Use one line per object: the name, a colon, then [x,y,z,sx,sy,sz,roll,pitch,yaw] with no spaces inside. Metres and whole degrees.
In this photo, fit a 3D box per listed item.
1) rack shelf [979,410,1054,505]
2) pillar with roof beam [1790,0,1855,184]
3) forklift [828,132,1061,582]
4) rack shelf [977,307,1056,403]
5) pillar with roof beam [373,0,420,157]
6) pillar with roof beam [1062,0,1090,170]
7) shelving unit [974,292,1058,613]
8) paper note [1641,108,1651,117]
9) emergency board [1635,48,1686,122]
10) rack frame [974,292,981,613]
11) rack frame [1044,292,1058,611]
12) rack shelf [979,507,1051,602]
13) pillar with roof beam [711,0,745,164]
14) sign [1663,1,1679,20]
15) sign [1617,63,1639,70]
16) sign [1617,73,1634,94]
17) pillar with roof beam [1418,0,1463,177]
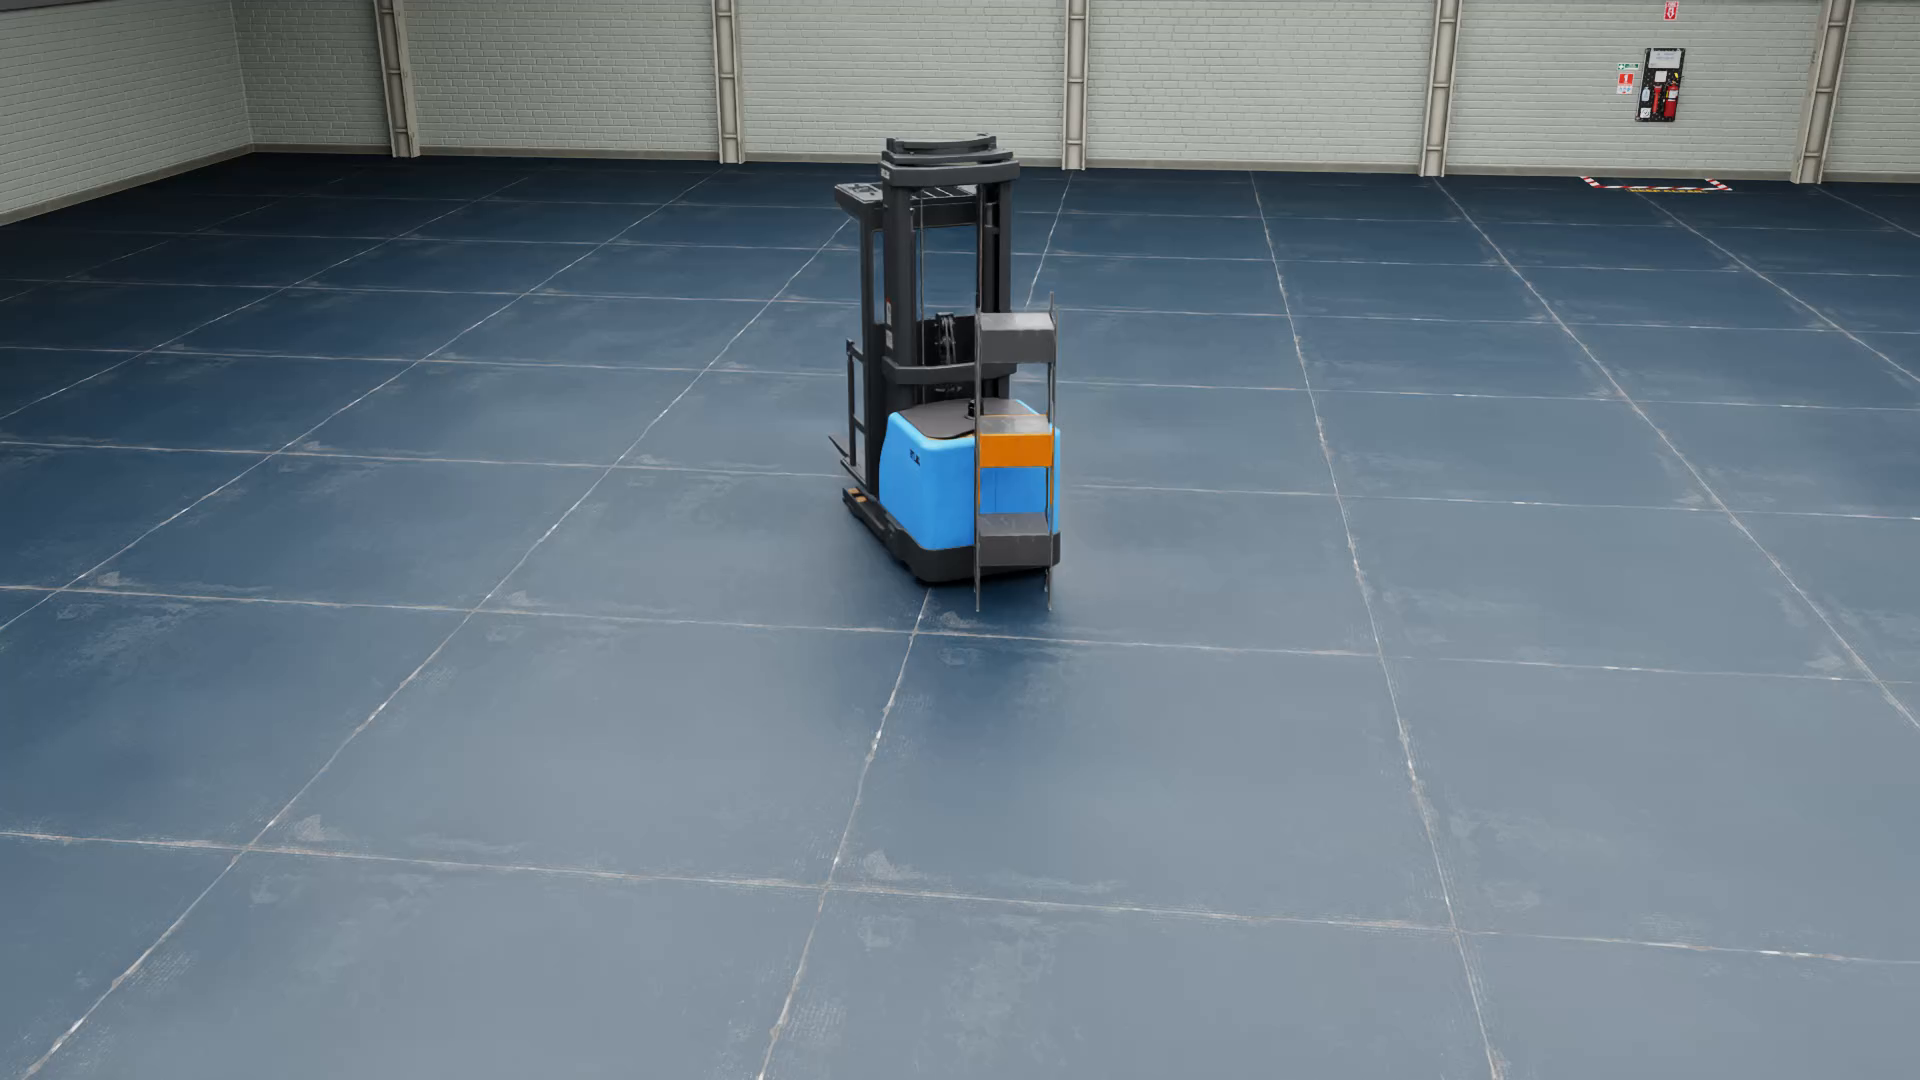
rack shelf: [0.357,-0.549,11.002,0.480,0.518,0.431,-1,22,-2]
pillar with roof beam: [13.368,-8.490,21.674,0.400,9.000,9.100,2,22,6]
forklift: [-0.275,-1.580,12.449,1.130,2.935,3.031,-8,23,-19]
rack shelf: [0.357,-1.197,10.736,0.480,0.518,0.431,-1,22,-2]
pillar with roof beam: [-10.465,-9.528,24.301,0.400,9.000,9.100,2,22,6]
pillar with roof beam: [1.451,-9.009,22.988,0.400,9.000,9.100,2,22,6]
shelving unit: [0.357,-0.562,10.997,0.503,2.100,0.431,-1,22,-2]
paper note: [11.257,-7.016,27.304,0.142,0.148,0.016,2,22,6]
emergency board: [11.425,-7.393,27.059,0.643,1.169,0.194,2,22,6]
rack frame: [0.113,-0.559,10.989,0.015,2.100,0.400,-1,22,-2]
rack frame: [0.601,-0.565,11.005,0.015,2.100,0.400,-1,22,-2]
rack shelf: [0.357,0.098,11.268,0.480,0.518,0.431,-1,22,-2]
pillar with roof beam: [-4.507,-9.269,23.644,0.400,9.000,9.100,2,22,6]
sign: [11.429,-8.507,26.725,0.199,0.298,0.001,2,22,6]
sign: [10.892,-7.714,27.102,0.331,0.109,0.001,2,22,6]
sign: [10.888,-7.471,27.208,0.234,0.329,0.001,2,22,6]
pillar with roof beam: [7.410,-8.749,22.331,0.400,9.000,9.100,2,22,6]
